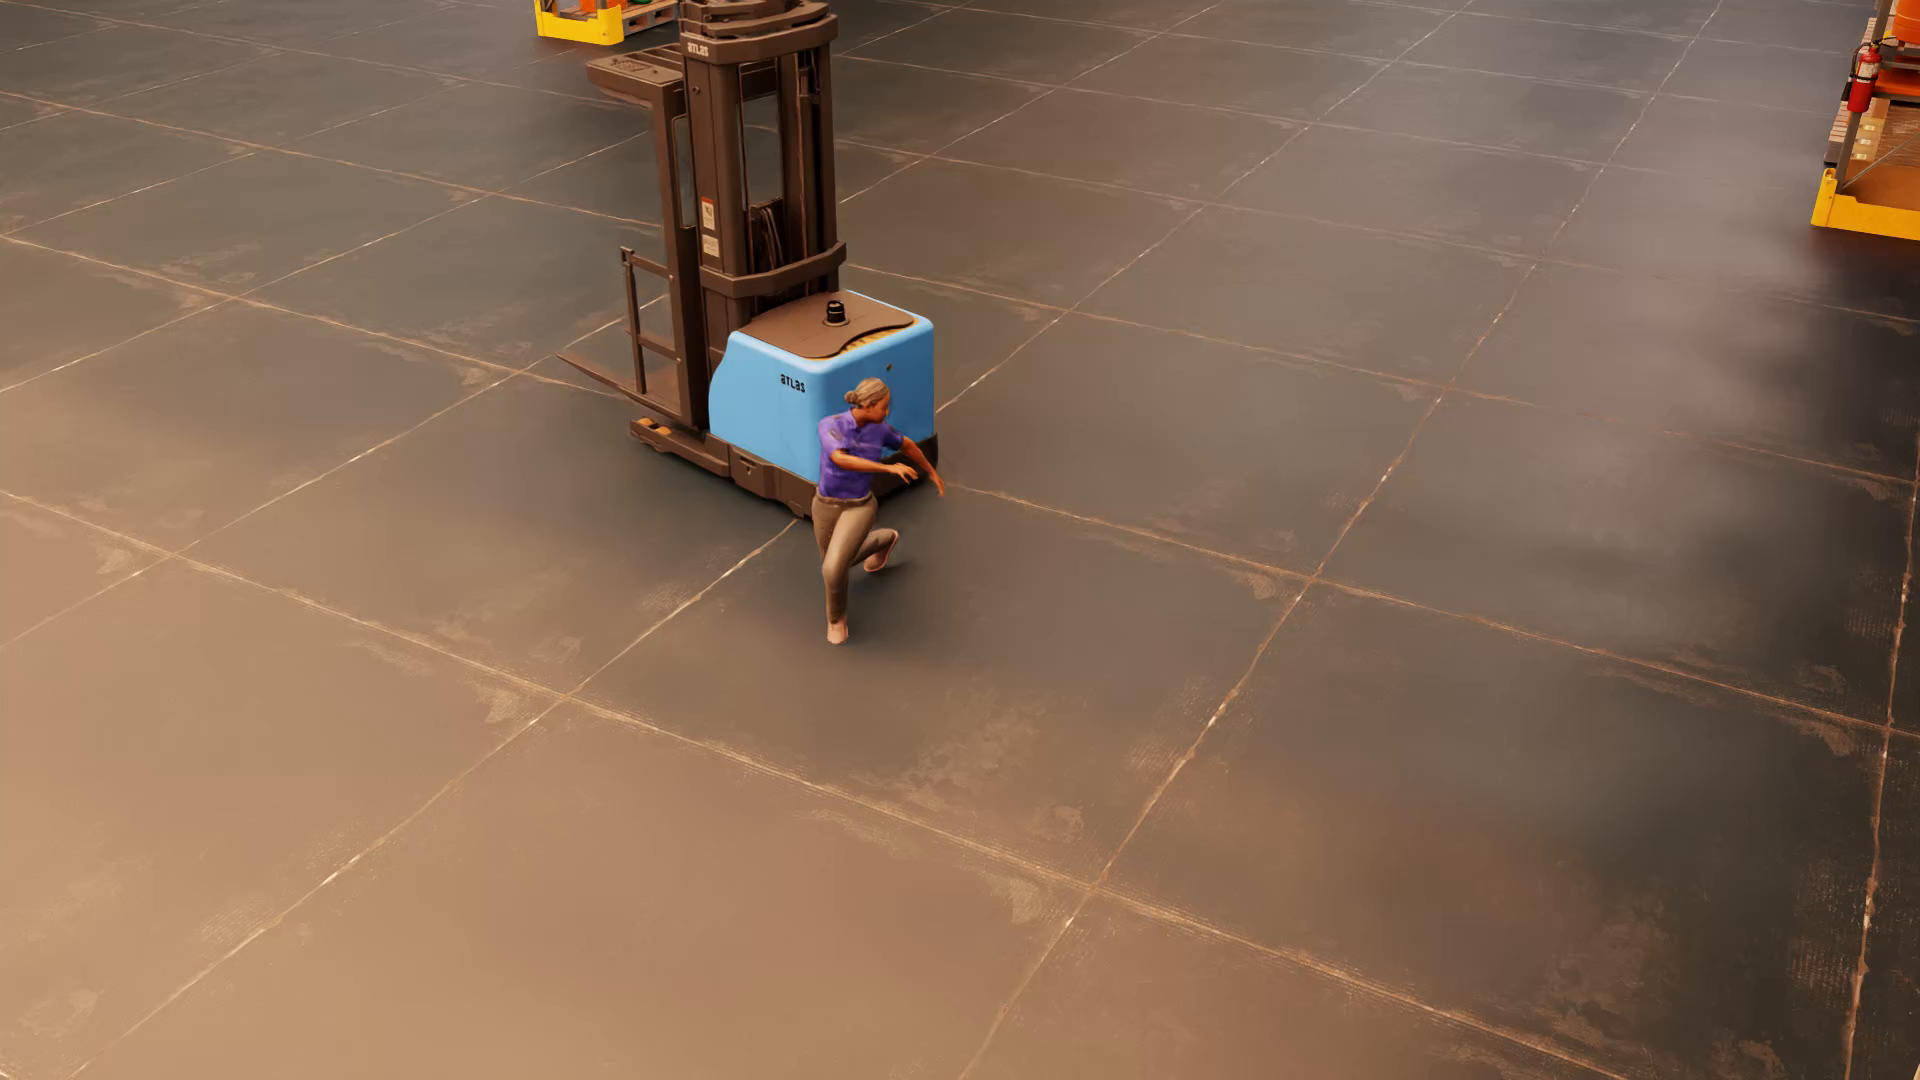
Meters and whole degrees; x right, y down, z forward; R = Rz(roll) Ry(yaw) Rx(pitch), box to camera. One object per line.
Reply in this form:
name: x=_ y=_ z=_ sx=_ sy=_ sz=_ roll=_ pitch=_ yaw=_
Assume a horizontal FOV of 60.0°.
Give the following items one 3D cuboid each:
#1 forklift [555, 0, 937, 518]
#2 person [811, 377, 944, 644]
forklift: x=-1.564 y=-2.017 z=10.566 sx=3.031 sy=2.935 sz=1.130 roll=25 pitch=38 yaw=36
person: x=-0.469 y=-0.219 z=9.054 sx=0.685 sy=1.431 sz=0.916 roll=4 pitch=30 yaw=7
